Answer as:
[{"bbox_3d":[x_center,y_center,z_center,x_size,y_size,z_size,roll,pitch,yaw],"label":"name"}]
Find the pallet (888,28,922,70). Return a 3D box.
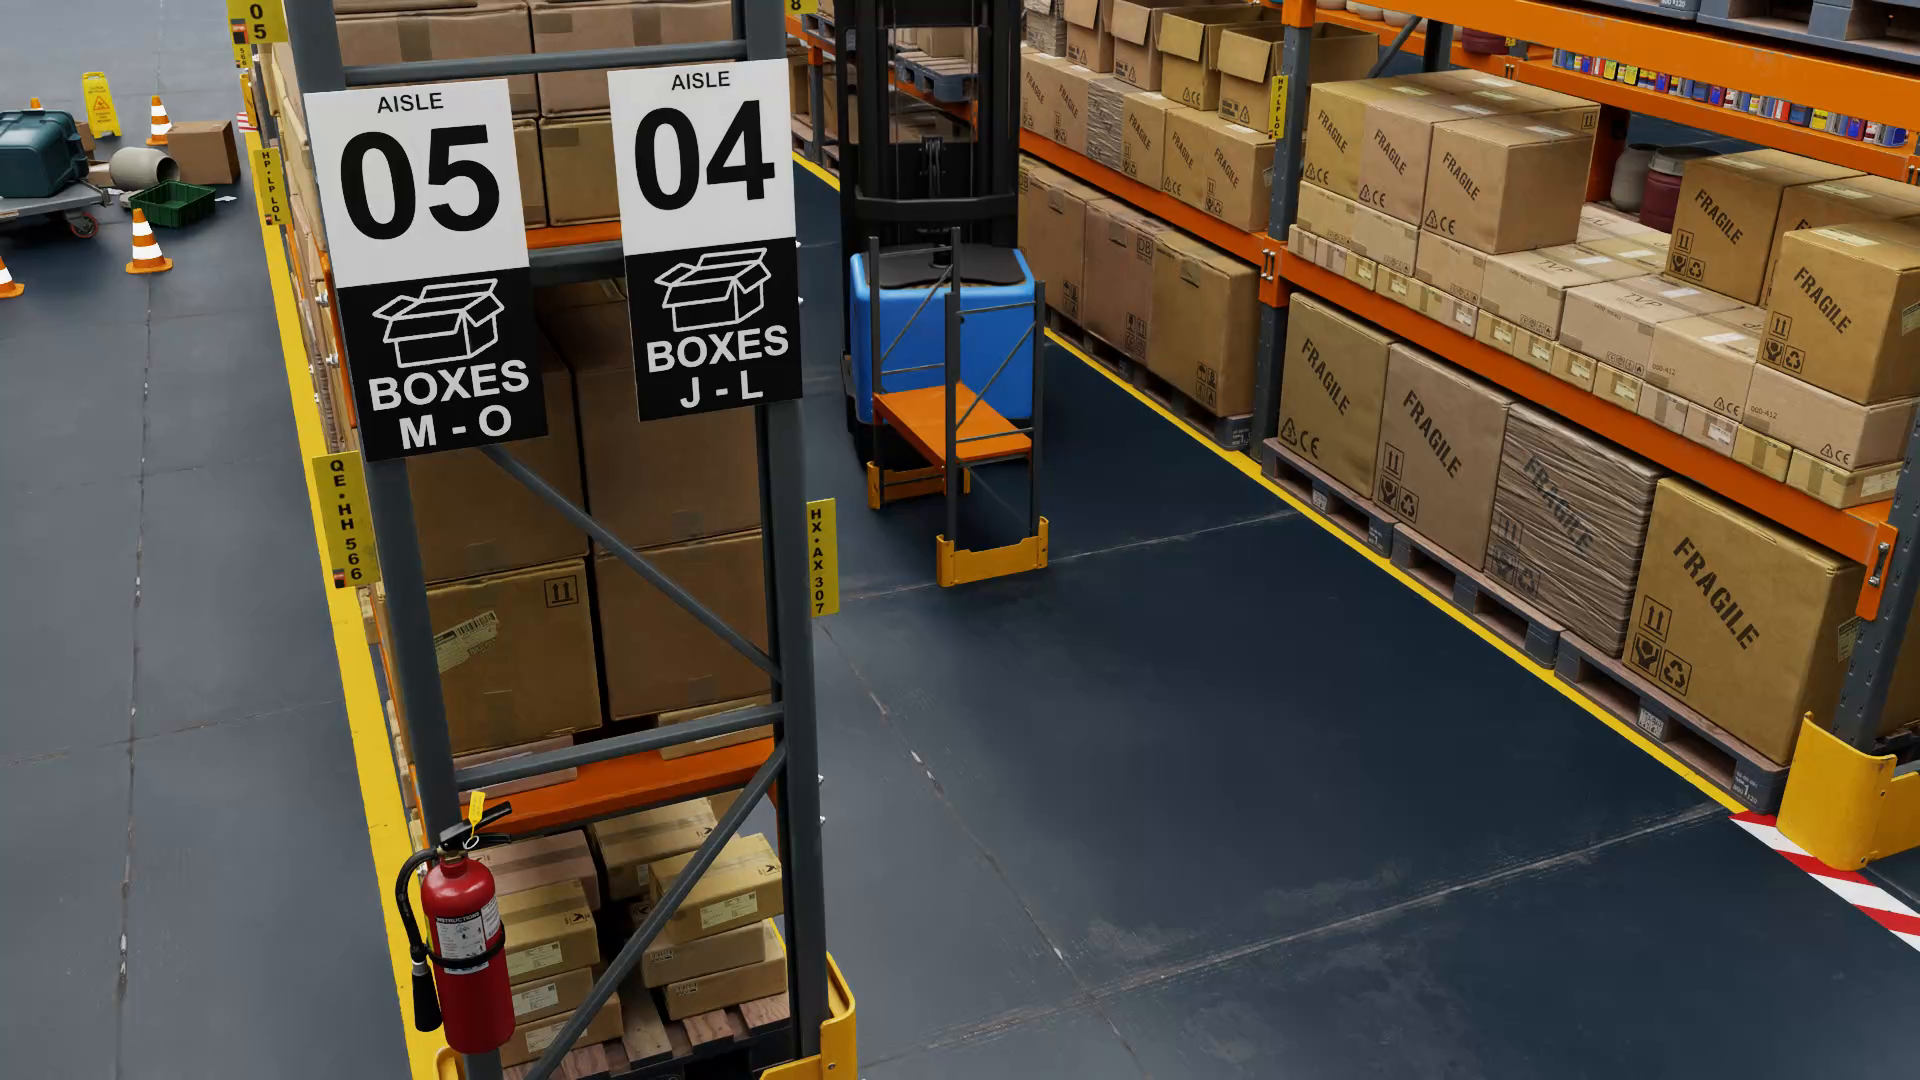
[{"bbox_3d":[-0.203,-4.215,14.183,1.003,0.211,1.213,-11,28,-21],"label":"pallet"}]

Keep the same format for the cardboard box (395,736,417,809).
[{"bbox_3d":[-1.764,0.778,5.830,0.380,0.149,0.250,-10,28,-19],"label":"cardboard box"}]

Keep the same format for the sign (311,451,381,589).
[{"bbox_3d":[-1.379,-0.043,3.740,0.100,0.325,0.005,-11,28,-21],"label":"sign"}]

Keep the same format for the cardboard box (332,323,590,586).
[{"bbox_3d":[-1.268,-0.238,4.226,0.500,0.500,0.500,-11,28,-22],"label":"cardboard box"}]

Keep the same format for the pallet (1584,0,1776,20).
[{"bbox_3d":[2.961,-2.379,6.885,1.003,0.211,1.213,-11,28,-21],"label":"pallet"}]

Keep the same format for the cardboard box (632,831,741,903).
[{"bbox_3d":[-0.885,1.115,5.480,0.380,0.149,0.250,-11,28,-21],"label":"cardboard box"}]

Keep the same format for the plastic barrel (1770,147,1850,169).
[{"bbox_3d":[6.259,-2.500,12.364,0.600,0.901,0.708,-11,28,-21],"label":"plastic barrel"}]

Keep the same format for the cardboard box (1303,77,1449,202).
[{"bbox_3d":[2.129,-2.060,8.528,0.500,0.500,0.500,-11,28,-21],"label":"cardboard box"}]

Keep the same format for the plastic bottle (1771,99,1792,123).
[{"bbox_3d":[5.942,-3.144,11.913,0.152,0.276,0.135,-11,28,-21],"label":"plastic bottle"}]

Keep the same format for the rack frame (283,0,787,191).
[{"bbox_3d":[-0.860,-2.164,2.926,1.000,3.000,0.127,-11,28,-21],"label":"rack frame"}]

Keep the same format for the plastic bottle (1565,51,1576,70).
[{"bbox_3d":[5.060,-4.021,13.713,0.097,0.271,0.097,0,26,0],"label":"plastic bottle"}]

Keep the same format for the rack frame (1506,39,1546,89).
[{"bbox_3d":[5.168,-4.360,14.261,1.000,3.000,0.127,-11,28,-21],"label":"rack frame"}]

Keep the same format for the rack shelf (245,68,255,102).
[{"bbox_3d":[-4.776,-3.182,12.668,1.077,0.370,4.000,-11,28,-21],"label":"rack shelf"}]

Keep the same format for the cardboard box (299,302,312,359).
[{"bbox_3d":[-3.360,-1.163,9.230,0.500,0.250,0.500,-12,28,-23],"label":"cardboard box"}]

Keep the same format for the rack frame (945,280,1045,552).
[{"bbox_3d":[0.166,-0.503,8.071,0.500,1.500,0.032,-11,28,-21],"label":"rack frame"}]

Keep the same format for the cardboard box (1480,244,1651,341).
[{"bbox_3d":[2.704,-1.116,7.448,0.500,0.250,0.500,-11,28,-21],"label":"cardboard box"}]

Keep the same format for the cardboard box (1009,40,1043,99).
[{"bbox_3d":[0.550,-3.311,11.999,0.500,0.500,0.500,-10,28,-19],"label":"cardboard box"}]

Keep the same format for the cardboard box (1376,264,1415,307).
[{"bbox_3d":[2.298,-1.287,8.253,0.380,0.149,0.250,-11,28,-22],"label":"cardboard box"}]

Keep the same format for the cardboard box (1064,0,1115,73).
[{"bbox_3d":[1.134,-3.443,11.126,0.797,0.503,0.637,-10,28,-19],"label":"cardboard box"}]

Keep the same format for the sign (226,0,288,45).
[{"bbox_3d":[-1.379,-1.127,3.211,0.100,0.325,0.005,-11,28,-21],"label":"sign"}]

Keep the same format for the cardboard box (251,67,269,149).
[{"bbox_3d":[-4.417,-2.878,11.113,0.500,0.500,0.500,-11,28,-21],"label":"cardboard box"}]

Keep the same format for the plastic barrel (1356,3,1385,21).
[{"bbox_3d":[4.061,-5.316,16.064,0.433,0.535,0.433,0,26,0],"label":"plastic barrel"}]

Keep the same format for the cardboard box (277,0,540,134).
[{"bbox_3d":[-1.275,-1.116,3.798,0.500,0.250,0.500,-11,28,-22],"label":"cardboard box"}]

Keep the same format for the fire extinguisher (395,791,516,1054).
[{"bbox_3d":[-1.186,0.915,3.970,0.296,0.674,0.183,-11,28,-21],"label":"fire extinguisher"}]

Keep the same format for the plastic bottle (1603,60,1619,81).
[{"bbox_3d":[5.231,-3.829,13.306,0.061,0.283,0.133,-11,28,-21],"label":"plastic bottle"}]

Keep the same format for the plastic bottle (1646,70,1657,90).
[{"bbox_3d":[5.422,-3.648,12.949,0.097,0.271,0.097,0,26,0],"label":"plastic bottle"}]

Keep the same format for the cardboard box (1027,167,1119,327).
[{"bbox_3d":[1.203,-2.100,11.575,1.225,0.875,0.875,-10,28,-20],"label":"cardboard box"}]

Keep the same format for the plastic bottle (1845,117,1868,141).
[{"bbox_3d":[6.150,-2.882,11.367,0.061,0.283,0.133,-11,28,-21],"label":"plastic bottle"}]

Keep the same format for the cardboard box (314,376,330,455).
[{"bbox_3d":[-3.149,-0.611,8.953,0.500,0.500,0.500,-11,28,-22],"label":"cardboard box"}]

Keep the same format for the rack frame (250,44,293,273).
[{"bbox_3d":[-3.993,-2.698,10.857,1.000,3.000,0.127,-11,28,-21],"label":"rack frame"}]

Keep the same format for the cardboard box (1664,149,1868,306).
[{"bbox_3d":[3.399,-1.333,7.038,0.500,0.500,0.500,-11,28,-22],"label":"cardboard box"}]

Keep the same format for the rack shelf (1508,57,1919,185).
[{"bbox_3d":[5.951,-3.230,12.766,1.077,0.370,4.000,-11,28,-21],"label":"rack shelf"}]

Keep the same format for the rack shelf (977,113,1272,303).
[{"bbox_3d":[1.393,-2.379,11.023,1.077,0.370,4.000,-11,28,-21],"label":"rack shelf"}]

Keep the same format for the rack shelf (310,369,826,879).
[{"bbox_3d":[-1.643,0.048,6.053,1.077,0.370,4.000,-11,28,-21],"label":"rack shelf"}]

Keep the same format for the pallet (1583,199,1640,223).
[{"bbox_3d":[5.515,-2.796,14.236,1.003,0.211,1.213,-11,28,-21],"label":"pallet"}]

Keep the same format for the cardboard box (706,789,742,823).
[{"bbox_3d":[-0.952,0.873,5.636,0.380,0.149,0.250,-11,28,-21],"label":"cardboard box"}]

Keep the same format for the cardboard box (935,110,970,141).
[{"bbox_3d":[0.103,-3.398,13.784,0.500,0.250,0.500,-7,27,-15],"label":"cardboard box"}]

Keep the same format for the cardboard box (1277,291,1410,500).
[{"bbox_3d":[2.362,-0.848,9.011,0.875,0.875,0.875,-11,28,-21],"label":"cardboard box"}]

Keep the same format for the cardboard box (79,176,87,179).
[{"bbox_3d":[-8.250,-3.325,14.832,0.797,0.637,0.503,-11,28,-21],"label":"cardboard box"}]

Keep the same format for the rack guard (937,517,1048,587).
[{"bbox_3d":[0.165,0.058,8.346,0.587,0.250,0.087,-11,28,-21],"label":"rack guard"}]

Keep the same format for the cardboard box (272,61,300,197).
[{"bbox_3d":[-1.488,-1.092,4.319,0.500,0.250,0.500,-11,28,-21],"label":"cardboard box"}]

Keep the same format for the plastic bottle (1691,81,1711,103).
[{"bbox_3d":[5.642,-3.483,12.521,0.144,0.351,0.185,-11,28,-21],"label":"plastic bottle"}]

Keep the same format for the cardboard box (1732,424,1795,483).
[{"bbox_3d":[3.197,-0.359,6.352,0.380,0.149,0.250,-10,28,-20],"label":"cardboard box"}]

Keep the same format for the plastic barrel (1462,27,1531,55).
[{"bbox_3d":[4.707,-4.557,14.509,0.600,0.536,0.708,-11,28,-21],"label":"plastic barrel"}]

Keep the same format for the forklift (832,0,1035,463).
[{"bbox_3d":[-0.214,-2.368,10.260,1.130,2.935,3.031,-3,26,-6],"label":"forklift"}]

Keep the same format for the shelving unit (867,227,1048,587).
[{"bbox_3d":[-0.030,-0.705,8.484,0.587,1.500,1.083,-11,28,-21],"label":"shelving unit"}]

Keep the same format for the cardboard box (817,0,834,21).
[{"bbox_3d":[-0.774,-5.237,14.896,1.000,1.000,1.000,-10,28,-20],"label":"cardboard box"}]

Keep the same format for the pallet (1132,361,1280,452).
[{"bbox_3d":[1.805,-0.940,10.434,1.003,0.211,1.213,-11,28,-21],"label":"pallet"}]

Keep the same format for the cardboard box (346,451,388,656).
[{"bbox_3d":[-1.470,0.007,4.863,0.500,0.500,0.500,-11,28,-21],"label":"cardboard box"}]

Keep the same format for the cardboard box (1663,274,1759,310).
[{"bbox_3d":[3.400,-0.998,7.208,0.500,0.250,0.500,-12,28,-22],"label":"cardboard box"}]

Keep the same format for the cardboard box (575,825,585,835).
[{"bbox_3d":[-1.239,0.958,6.139,0.380,0.149,0.250,-10,28,-20],"label":"cardboard box"}]

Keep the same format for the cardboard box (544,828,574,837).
[{"bbox_3d":[-1.545,0.991,5.733,0.380,0.149,0.250,-11,28,-21],"label":"cardboard box"}]

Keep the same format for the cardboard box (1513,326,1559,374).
[{"bbox_3d":[2.702,-0.871,7.401,0.380,0.149,0.250,-10,28,-20],"label":"cardboard box"}]
